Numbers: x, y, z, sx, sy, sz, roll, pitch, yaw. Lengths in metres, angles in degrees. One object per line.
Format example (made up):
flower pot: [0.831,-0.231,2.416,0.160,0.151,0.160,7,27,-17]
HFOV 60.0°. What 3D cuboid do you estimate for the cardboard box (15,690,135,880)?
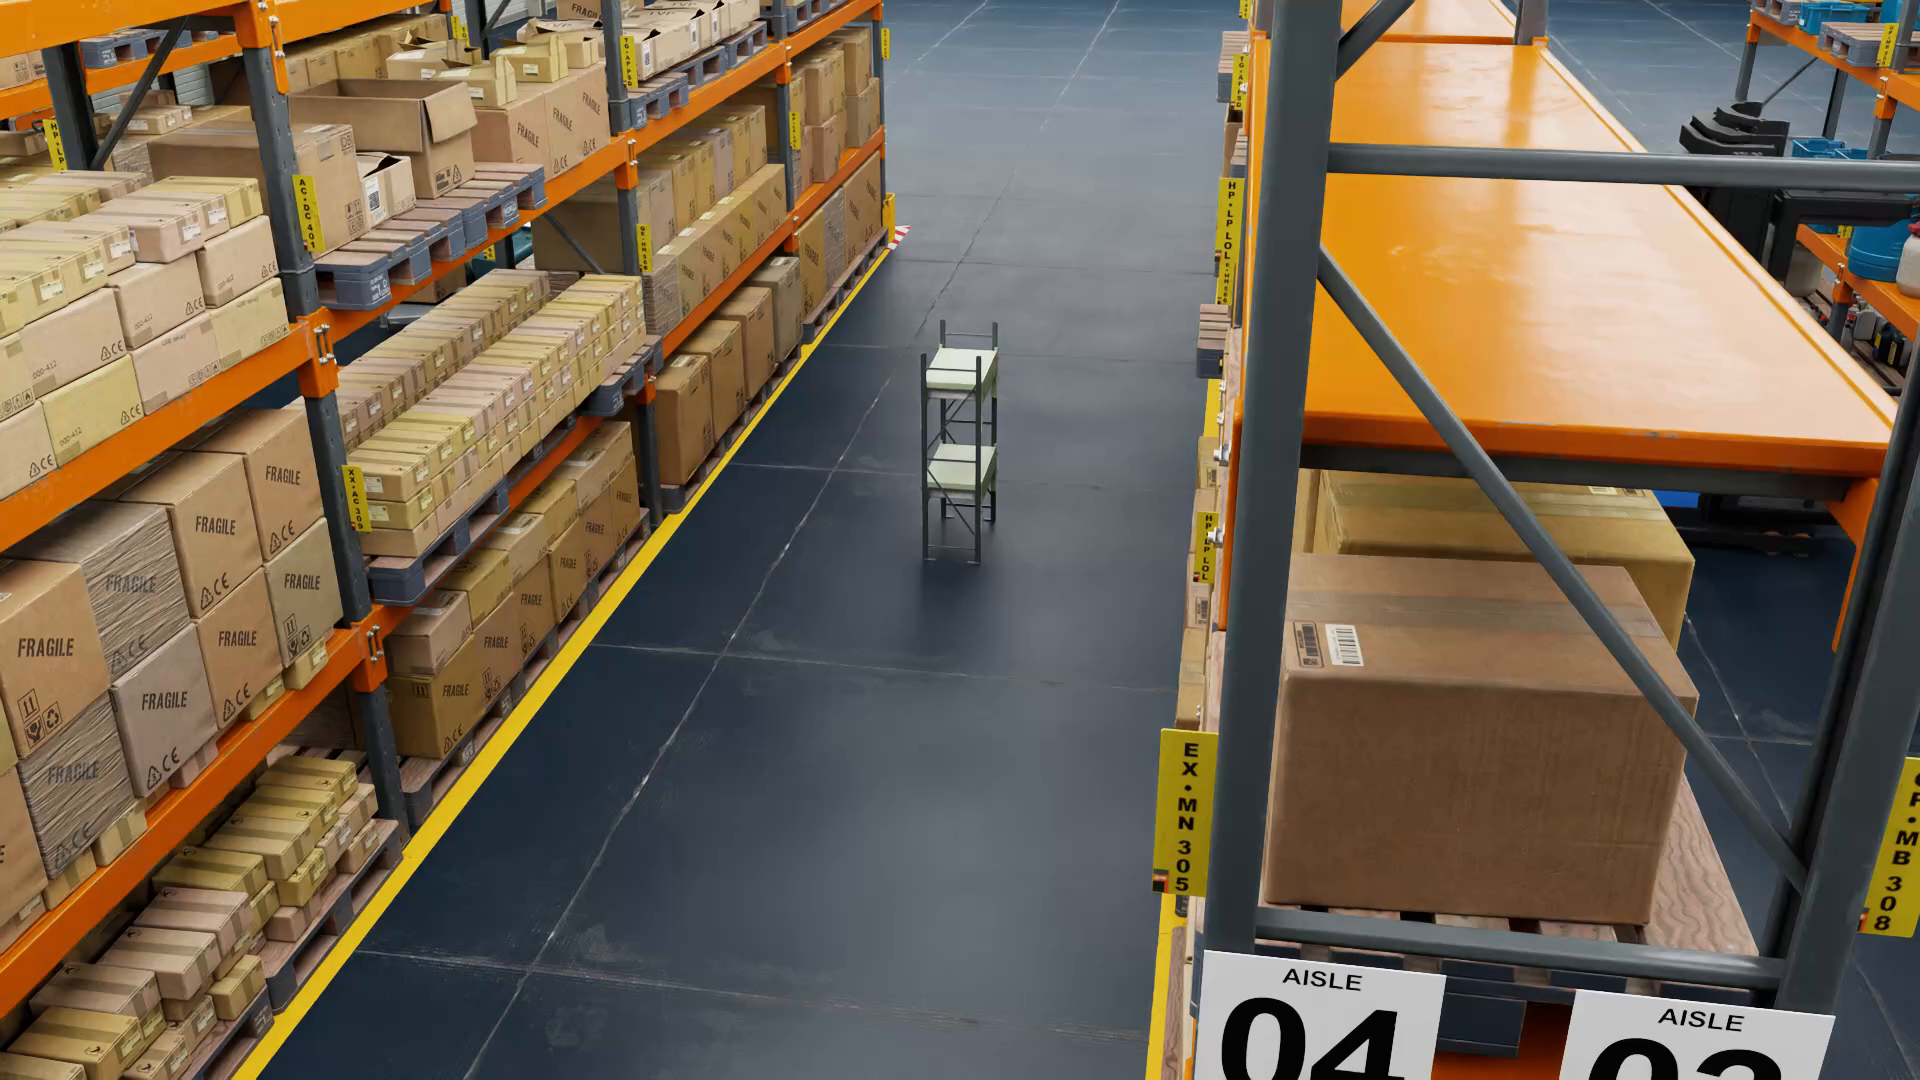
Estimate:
cardboard box: [-3.387,0.850,5.972,0.500,0.500,0.500,3,25,7]

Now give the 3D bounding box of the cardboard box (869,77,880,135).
cardboard box: [-1.366,-4.760,18.248,0.875,0.550,0.550,4,25,9]

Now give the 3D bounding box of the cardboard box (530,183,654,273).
cardboard box: [-2.574,-2.190,11.637,0.700,0.500,0.500,4,25,8]

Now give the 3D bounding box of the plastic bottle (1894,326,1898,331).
plastic bottle: [8.331,-1.836,14.783,0.144,0.351,0.185,3,25,6]

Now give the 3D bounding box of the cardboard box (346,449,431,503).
cardboard box: [-2.793,-0.310,8.018,0.380,0.149,0.250,5,26,11]

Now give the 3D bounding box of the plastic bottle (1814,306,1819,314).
plastic bottle: [7.800,-1.983,15.177,0.061,0.283,0.133,4,25,9]

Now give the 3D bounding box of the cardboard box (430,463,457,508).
cardboard box: [-2.753,-0.284,8.313,0.380,0.149,0.250,4,25,7]

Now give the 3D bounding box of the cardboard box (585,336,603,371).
cardboard box: [-2.413,-1.151,10.165,0.380,0.149,0.250,4,25,9]

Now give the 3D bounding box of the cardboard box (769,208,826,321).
cardboard box: [-1.832,-2.664,15.957,0.875,0.875,0.875,4,25,9]

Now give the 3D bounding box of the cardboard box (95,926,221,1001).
cardboard box: [-3.253,1.717,6.753,0.380,0.149,0.250,3,25,7]

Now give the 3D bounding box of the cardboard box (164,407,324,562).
cardboard box: [-3.121,-0.249,7.140,0.500,0.500,0.500,3,25,7]

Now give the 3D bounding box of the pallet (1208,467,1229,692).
pallet: [1.220,0.086,4.638,1.003,0.211,1.213,4,25,9]

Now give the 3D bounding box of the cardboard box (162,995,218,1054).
cardboard box: [-3.317,1.994,6.863,0.380,0.149,0.250,4,25,10]

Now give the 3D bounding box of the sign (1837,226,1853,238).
sign: [7.218,-2.616,13.519,0.100,0.325,0.005,4,25,9]

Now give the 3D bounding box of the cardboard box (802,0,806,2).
cardboard box: [-1.569,-4.895,14.858,0.380,0.149,0.250,4,25,9]

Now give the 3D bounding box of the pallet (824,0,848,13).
pallet: [-1.658,-5.346,16.244,1.003,0.211,1.213,4,25,9]

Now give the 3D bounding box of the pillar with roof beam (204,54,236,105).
pillar with roof beam: [-6.923,-10.193,22.955,9.100,9.000,0.400,4,25,9]

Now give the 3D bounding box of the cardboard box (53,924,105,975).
cardboard box: [-3.774,1.681,6.830,0.380,0.149,0.250,3,25,6]

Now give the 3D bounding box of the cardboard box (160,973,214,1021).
cardboard box: [-3.331,1.832,6.858,0.380,0.149,0.250,3,25,6]

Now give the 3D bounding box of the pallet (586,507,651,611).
pallet: [-2.787,0.085,11.363,1.003,0.211,1.213,4,25,9]

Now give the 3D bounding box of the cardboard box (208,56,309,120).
cardboard box: [-6.618,-4.280,15.752,0.700,0.500,0.500,4,25,8]

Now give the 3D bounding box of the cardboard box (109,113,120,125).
cardboard box: [-7.345,-3.463,14.689,0.500,0.500,0.500,4,25,9]

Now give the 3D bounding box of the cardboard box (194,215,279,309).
cardboard box: [-3.136,-1.138,6.736,0.500,0.250,0.500,3,25,6]

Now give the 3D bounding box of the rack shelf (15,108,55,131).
rack shelf: [-11.475,-4.331,18.358,1.077,0.370,4.000,4,25,9]

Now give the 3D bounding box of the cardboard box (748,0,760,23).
cardboard box: [-1.961,-4.397,13.675,0.500,0.250,0.500,4,25,9]

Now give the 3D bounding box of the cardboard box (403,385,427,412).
cardboard box: [-3.229,-0.774,9.361,0.380,0.149,0.250,4,25,9]

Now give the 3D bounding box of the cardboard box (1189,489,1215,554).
cardboard box: [1.933,0.313,9.598,1.225,0.875,0.875,4,25,9]

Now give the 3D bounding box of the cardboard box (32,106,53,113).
cardboard box: [-10.969,-5.315,19.492,0.500,0.500,0.500,3,25,7]

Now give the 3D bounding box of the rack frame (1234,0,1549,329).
rack frame: [1.566,-2.163,5.800,1.000,3.000,0.127,4,25,9]

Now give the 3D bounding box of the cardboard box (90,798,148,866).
cardboard box: [-3.312,1.077,6.252,0.380,0.149,0.250,5,25,10]

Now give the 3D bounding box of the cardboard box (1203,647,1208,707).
cardboard box: [1.230,0.666,6.659,0.500,0.250,0.500,4,25,8]

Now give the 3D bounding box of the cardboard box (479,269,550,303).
cardboard box: [-2.925,-1.669,10.920,0.380,0.149,0.250,4,25,9]

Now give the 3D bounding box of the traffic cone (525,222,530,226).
traffic cone: [-5.048,-3.733,19.223,0.336,0.463,0.334,4,25,9]

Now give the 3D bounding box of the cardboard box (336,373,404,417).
cardboard box: [-3.265,-0.792,9.046,0.380,0.149,0.250,3,25,7]

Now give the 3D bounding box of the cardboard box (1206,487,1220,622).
cardboard box: [1.460,0.088,7.950,0.500,0.500,0.500,5,26,10]

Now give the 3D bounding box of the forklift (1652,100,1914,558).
forklift: [5.647,-1.449,11.433,3.031,2.935,1.130,4,25,9]

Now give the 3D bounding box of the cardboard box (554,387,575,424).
cardboard box: [-2.499,-0.807,9.780,0.380,0.149,0.250,5,26,10]

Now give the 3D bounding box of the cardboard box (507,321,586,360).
cardboard box: [-2.457,-1.187,9.891,0.380,0.149,0.250,4,25,9]

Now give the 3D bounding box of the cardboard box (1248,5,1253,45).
cardboard box: [2.124,-3.181,10.806,0.500,0.500,0.500,4,25,8]

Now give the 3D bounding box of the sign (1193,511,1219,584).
sign: [1.029,0.032,6.915,0.100,0.325,0.005,4,25,9]

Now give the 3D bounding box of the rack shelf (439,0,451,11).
rack shelf: [-6.577,-5.347,16.990,1.077,0.370,4.000,4,25,9]

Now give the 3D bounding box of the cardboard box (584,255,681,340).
cardboard box: [-2.318,-1.719,11.810,0.500,0.500,0.500,4,25,9]

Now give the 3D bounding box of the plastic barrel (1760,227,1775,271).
plastic barrel: [8.381,-2.904,16.900,0.421,0.512,0.421,0,25,0]

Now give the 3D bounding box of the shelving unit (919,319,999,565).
shelving unit: [0.001,-0.682,11.482,0.431,1.500,0.755,4,25,9]

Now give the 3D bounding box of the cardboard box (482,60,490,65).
cardboard box: [-3.013,-2.688,10.342,0.500,0.500,0.500,4,25,9]

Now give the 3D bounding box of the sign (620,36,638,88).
sign: [-2.123,-3.059,10.643,0.100,0.325,0.005,4,25,9]

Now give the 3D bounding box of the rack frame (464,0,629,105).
rack frame: [-2.658,-4.222,10.198,1.000,3.000,0.127,4,25,9]

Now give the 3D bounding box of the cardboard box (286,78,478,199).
cardboard box: [-2.929,-2.064,8.510,0.797,0.503,0.637,4,25,8]

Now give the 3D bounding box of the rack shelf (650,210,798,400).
rack shelf: [-2.331,-2.015,13.410,1.077,0.370,4.000,4,25,9]

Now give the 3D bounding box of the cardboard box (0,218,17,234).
cardboard box: [-3.748,-1.098,6.181,0.380,0.149,0.250,3,25,7]

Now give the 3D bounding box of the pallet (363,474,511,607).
pallet: [-3.043,-0.054,8.598,1.003,0.211,1.213,4,25,9]

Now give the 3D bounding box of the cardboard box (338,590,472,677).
cardboard box: [-2.930,0.480,8.799,0.500,0.250,0.500,3,25,6]

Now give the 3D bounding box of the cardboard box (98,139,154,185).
cardboard box: [-7.008,-2.997,13.695,0.500,0.500,0.500,3,25,7]

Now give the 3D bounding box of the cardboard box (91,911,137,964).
cardboard box: [-3.758,1.707,7.126,0.380,0.149,0.250,5,26,11]
